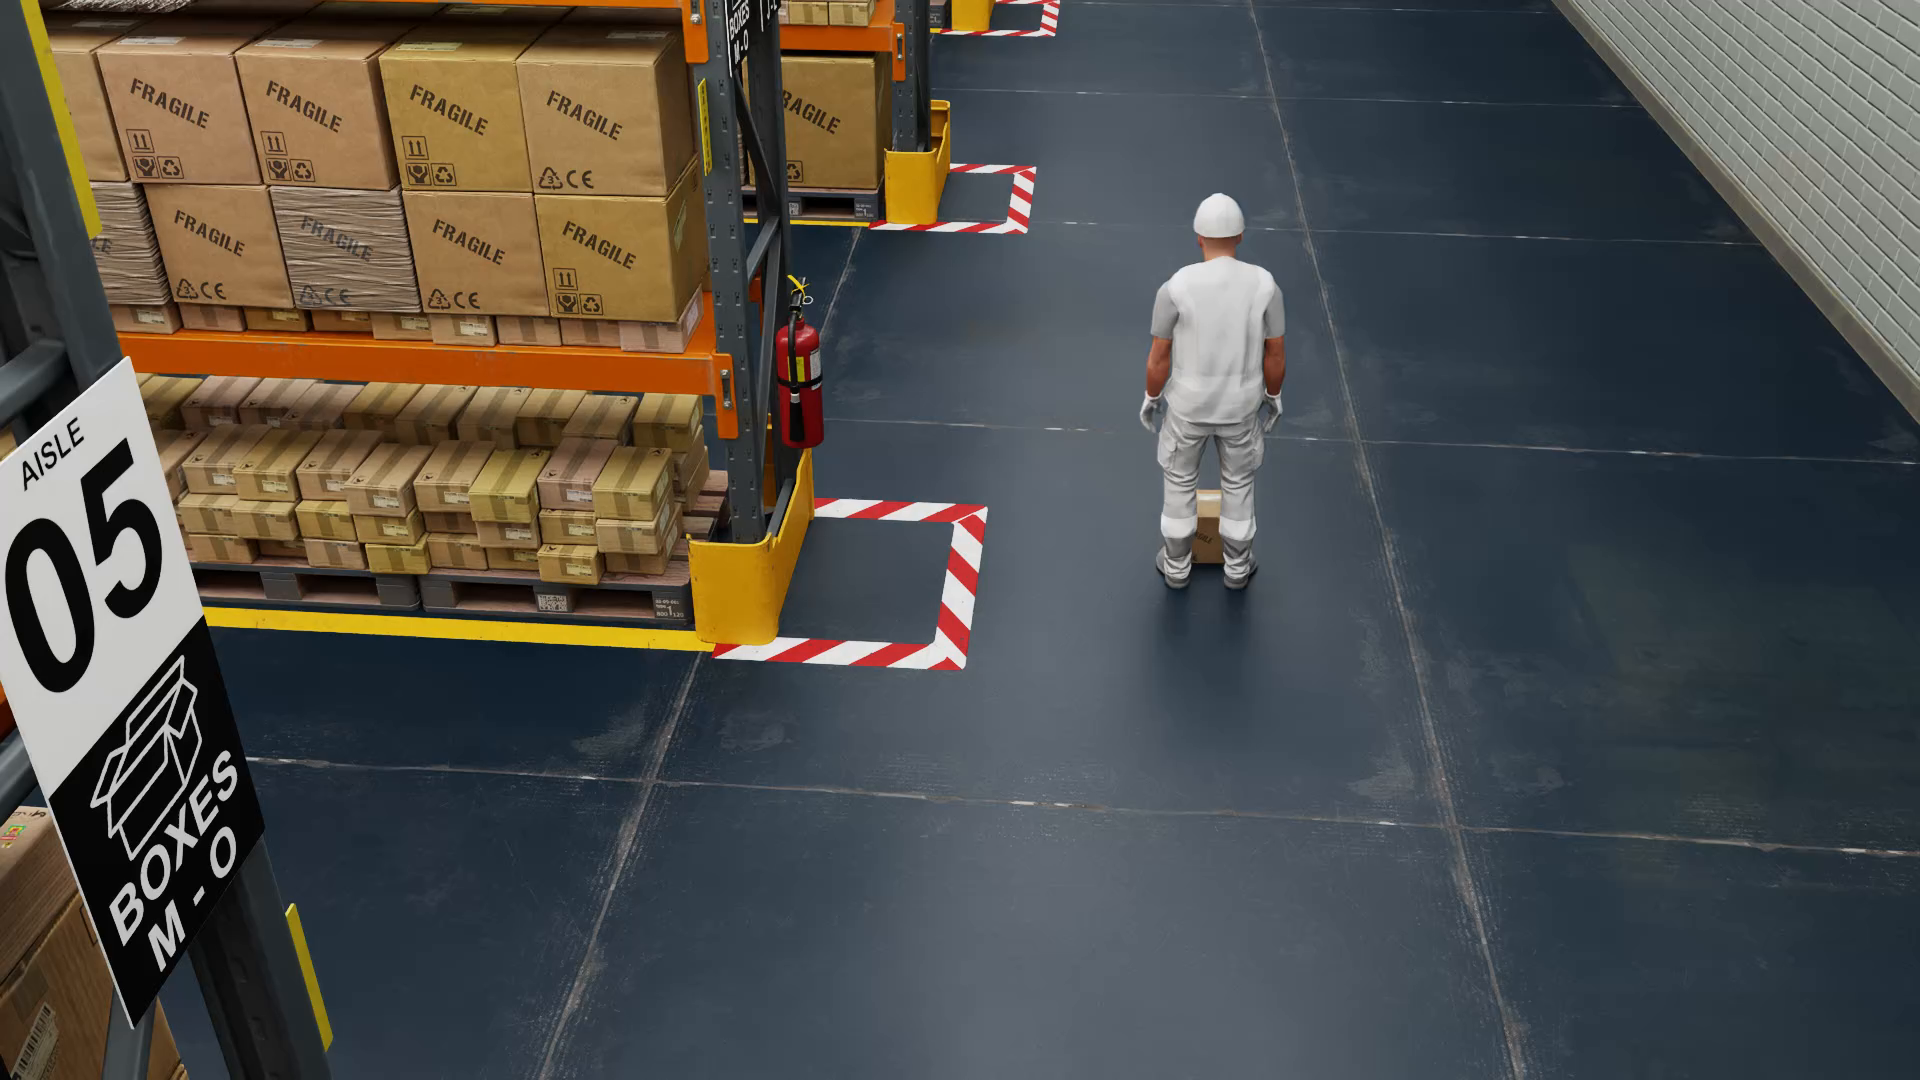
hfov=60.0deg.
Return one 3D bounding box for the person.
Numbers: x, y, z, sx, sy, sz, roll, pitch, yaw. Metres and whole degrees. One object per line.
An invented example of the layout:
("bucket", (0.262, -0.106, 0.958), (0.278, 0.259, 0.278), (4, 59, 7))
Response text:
("person", (1.074, -0.593, 7.084), (0.609, 1.777, 0.453), (1, 32, 2))
